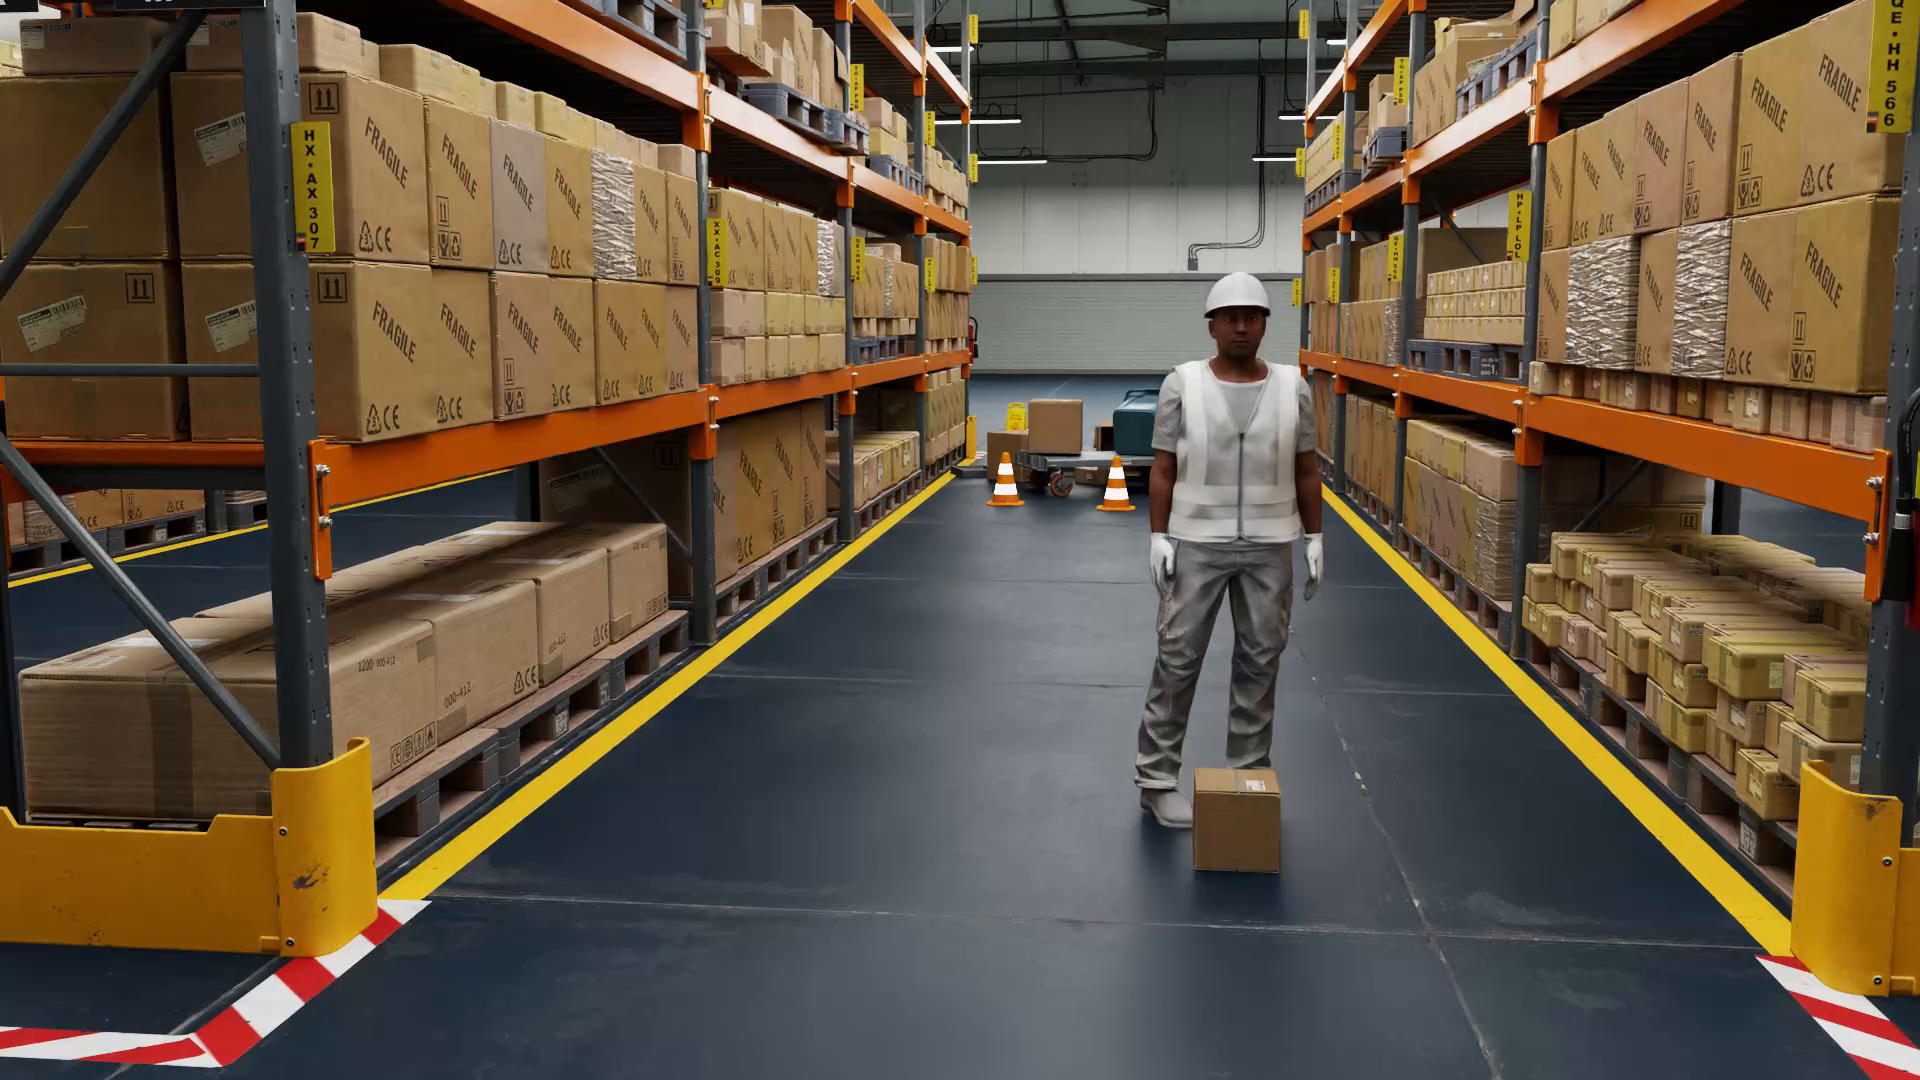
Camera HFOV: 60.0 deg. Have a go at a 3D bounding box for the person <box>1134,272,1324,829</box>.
[{"bbox_3d":[0.893,0.030,5.454,0.614,1.799,0.388,0,7,1],"label":"person"}]
